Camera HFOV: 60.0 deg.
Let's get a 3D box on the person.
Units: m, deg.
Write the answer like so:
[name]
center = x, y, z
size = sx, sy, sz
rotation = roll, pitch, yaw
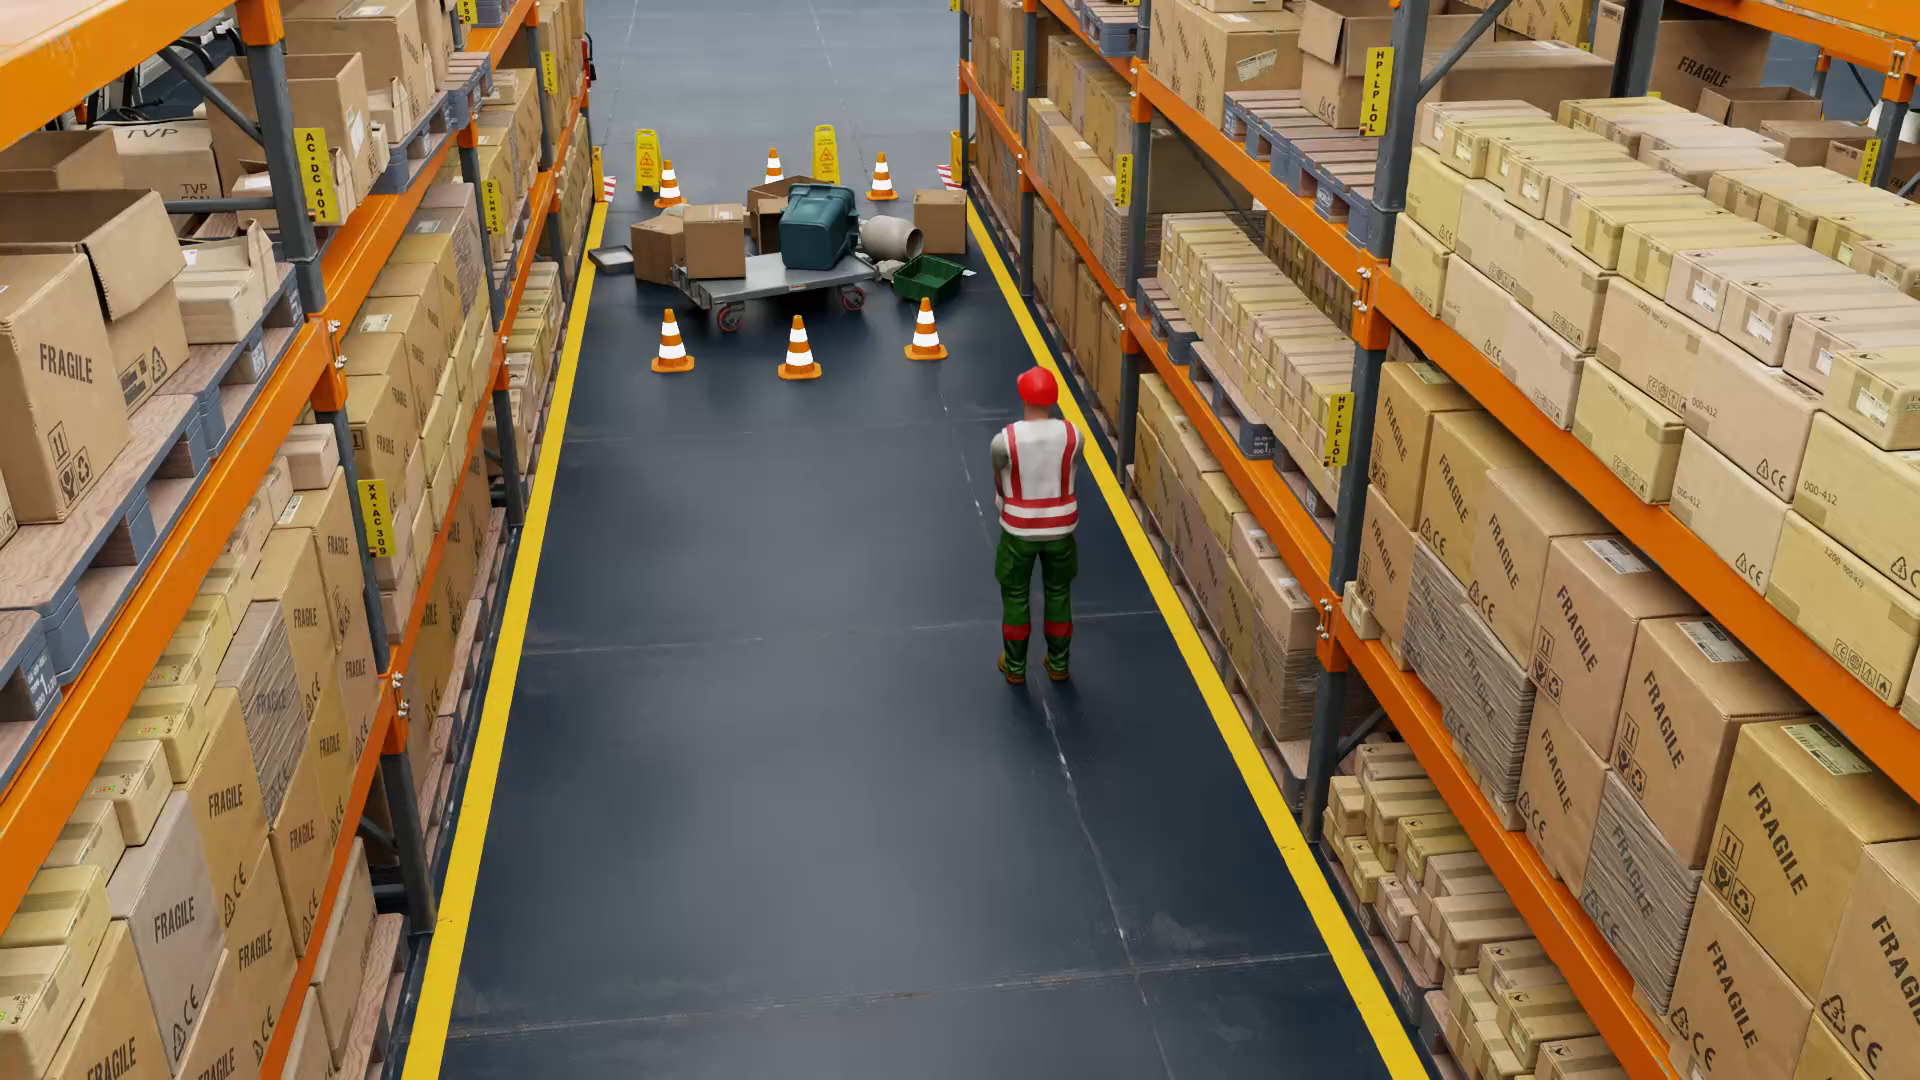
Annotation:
[person]
center = 0.384, -0.112, 8.811
size = 0.495, 1.786, 0.564
rotation = -4, 27, -7
